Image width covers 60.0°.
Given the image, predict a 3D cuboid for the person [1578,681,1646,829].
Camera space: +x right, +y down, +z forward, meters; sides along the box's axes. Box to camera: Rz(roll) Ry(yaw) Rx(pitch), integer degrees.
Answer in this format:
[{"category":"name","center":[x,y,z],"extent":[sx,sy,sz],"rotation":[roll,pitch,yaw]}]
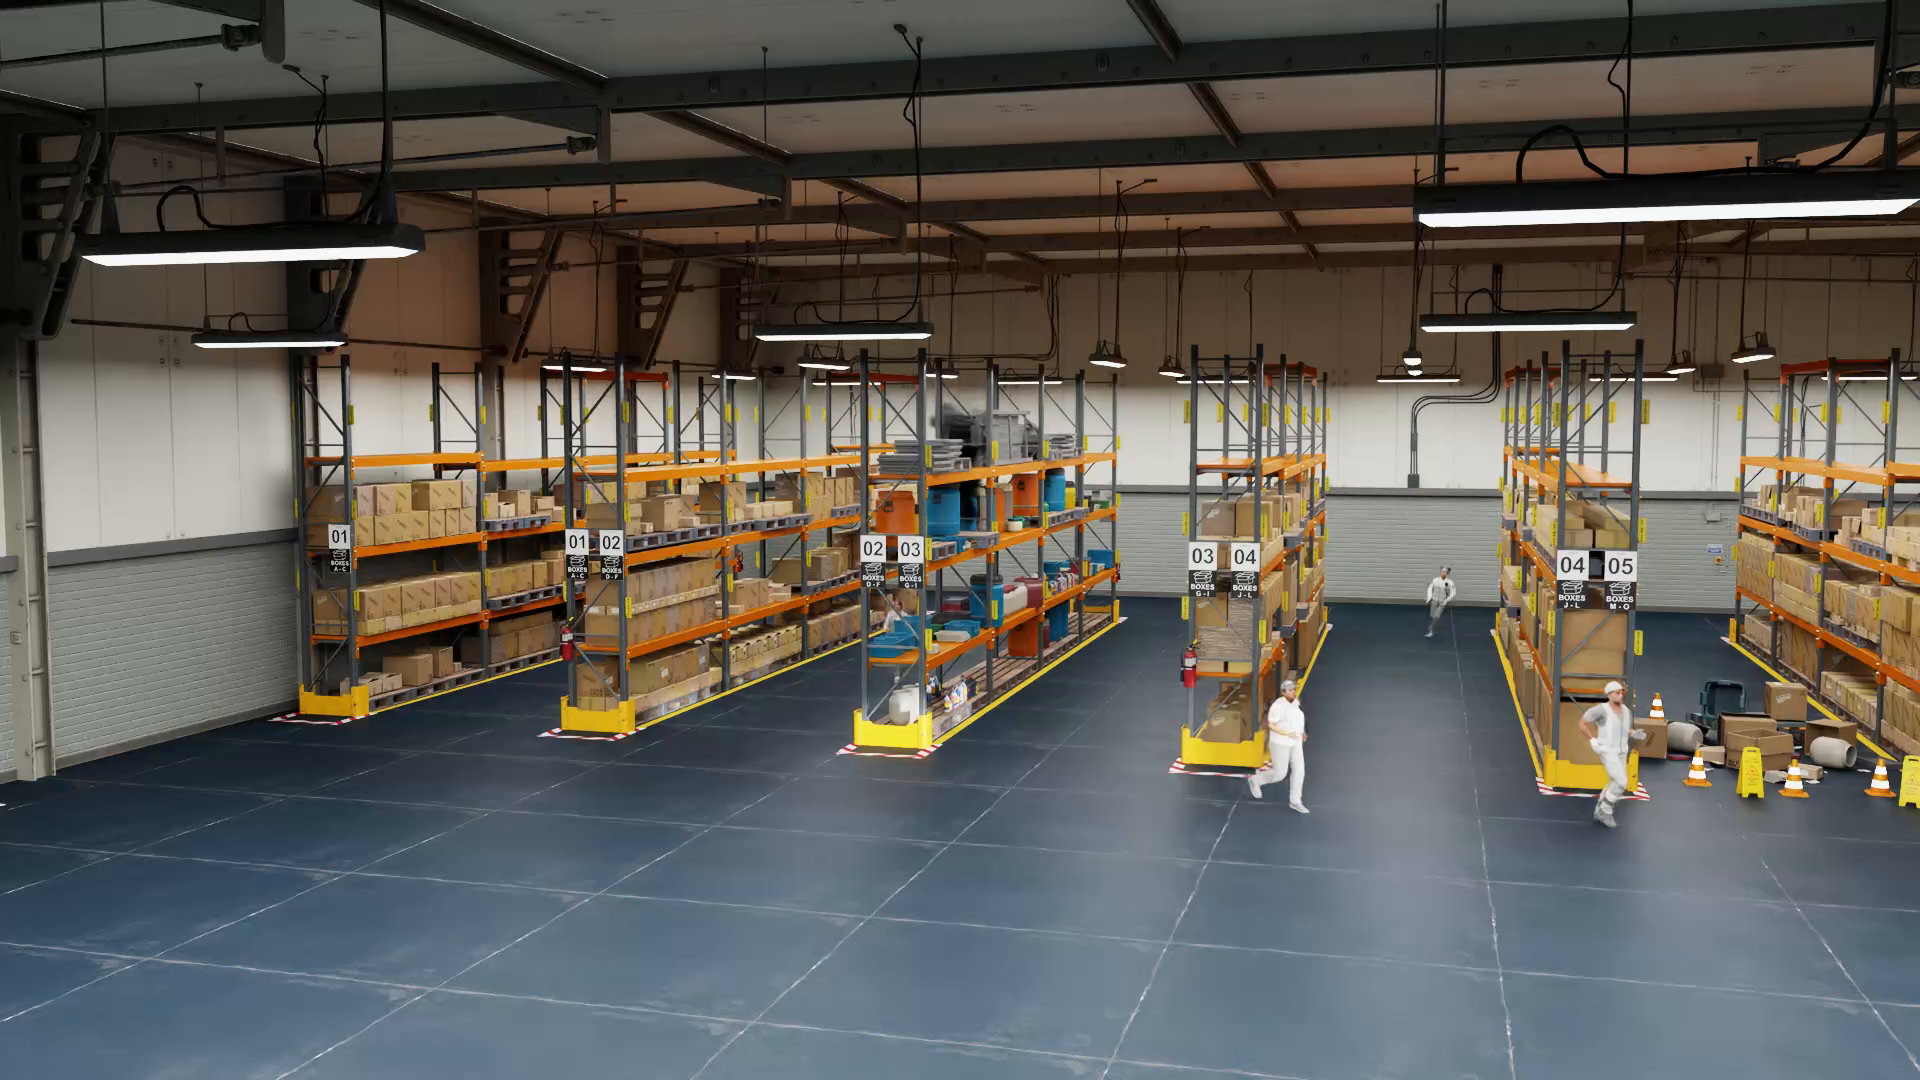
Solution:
[{"category":"person","center":[7.947,2.611,20.174],"extent":[0.652,1.783,0.649],"rotation":[-2,5,-24]}]

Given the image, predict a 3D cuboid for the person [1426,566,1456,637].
[{"category":"person","center":[10.829,1.386,37.445],"extent":[0.639,1.618,0.504],"rotation":[2,5,29]}]

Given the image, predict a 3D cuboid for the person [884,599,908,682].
[{"category":"person","center":[-1.181,1.901,31.237],"extent":[0.536,1.536,0.545],"rotation":[0,4,4]}]

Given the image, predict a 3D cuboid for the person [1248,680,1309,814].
[{"category":"person","center":[4.123,2.604,21.202],"extent":[0.616,1.670,0.838],"rotation":[-3,5,-38]}]
